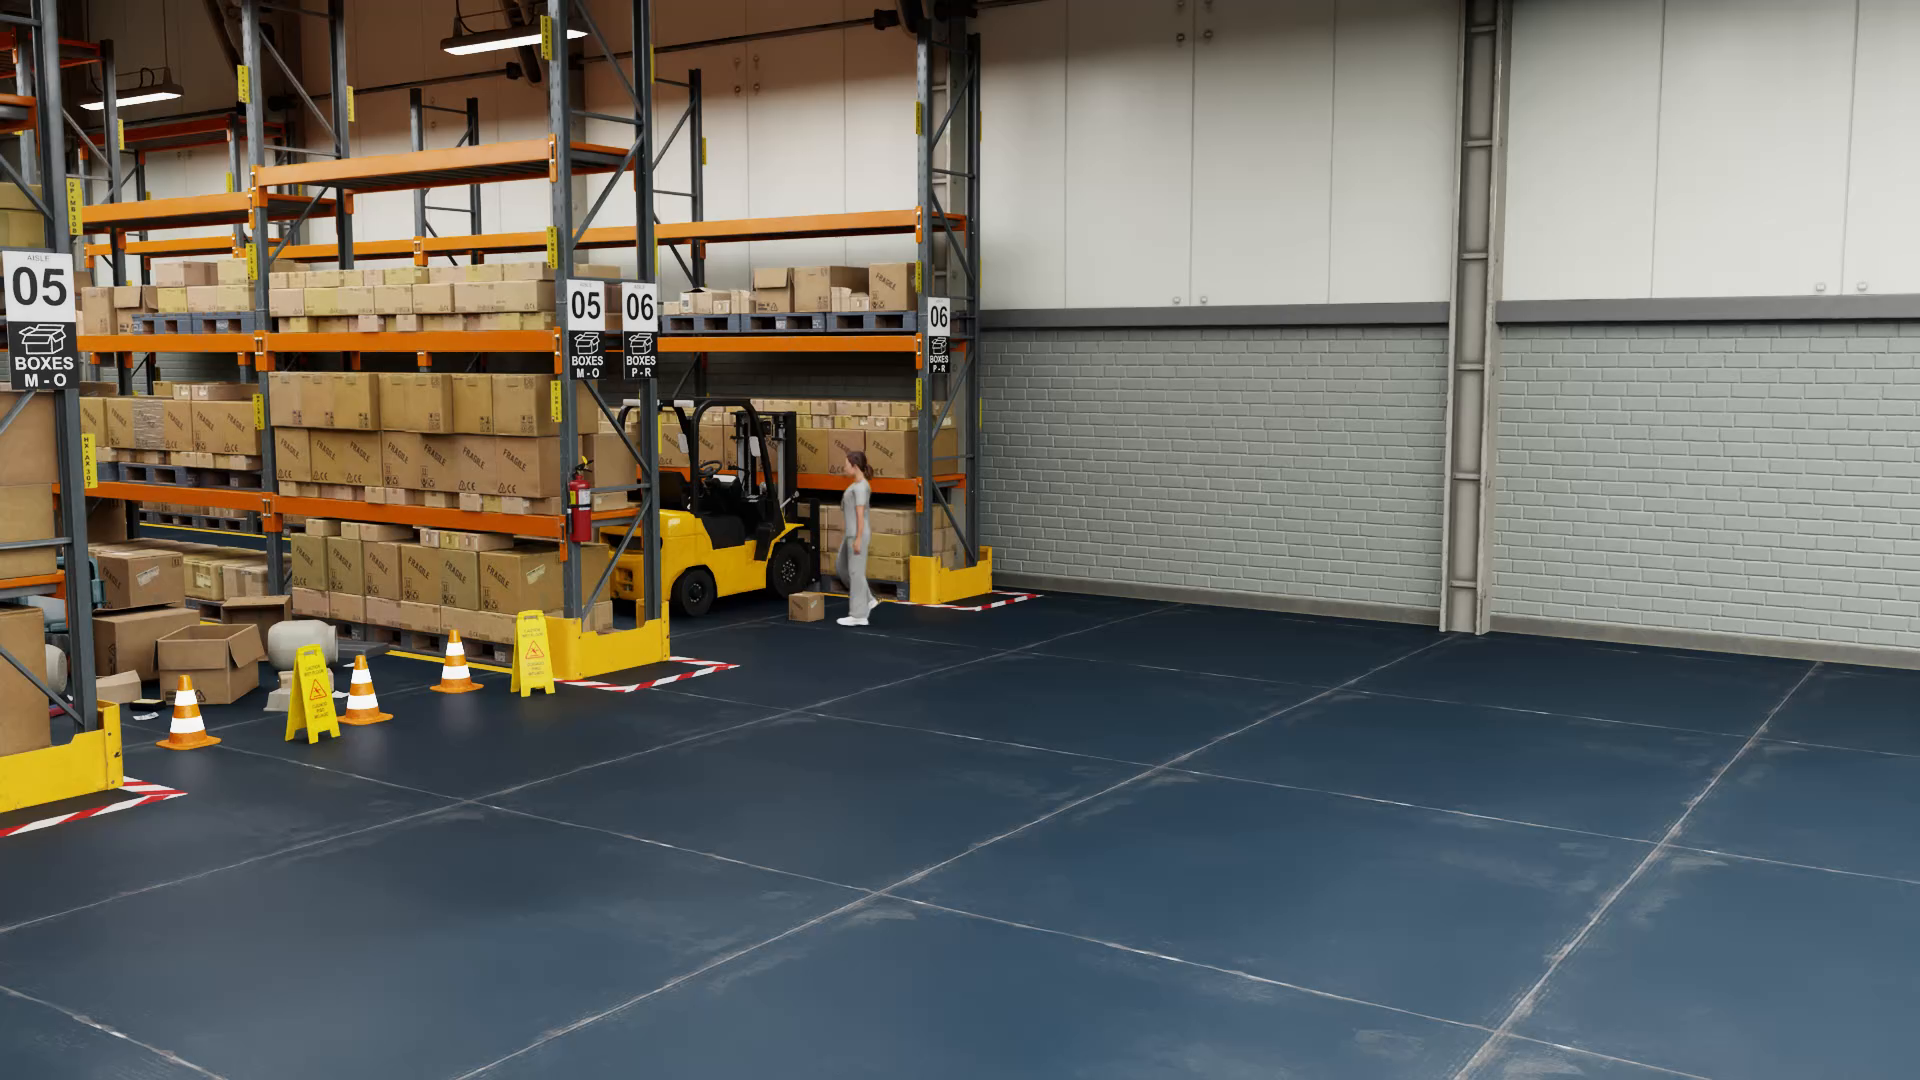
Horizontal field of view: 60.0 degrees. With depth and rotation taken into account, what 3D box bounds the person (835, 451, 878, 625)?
[{"bbox_3d":[-0.998,-0.023,16.054,0.427,1.678,0.472,-1,6,-5],"label":"person"}]
